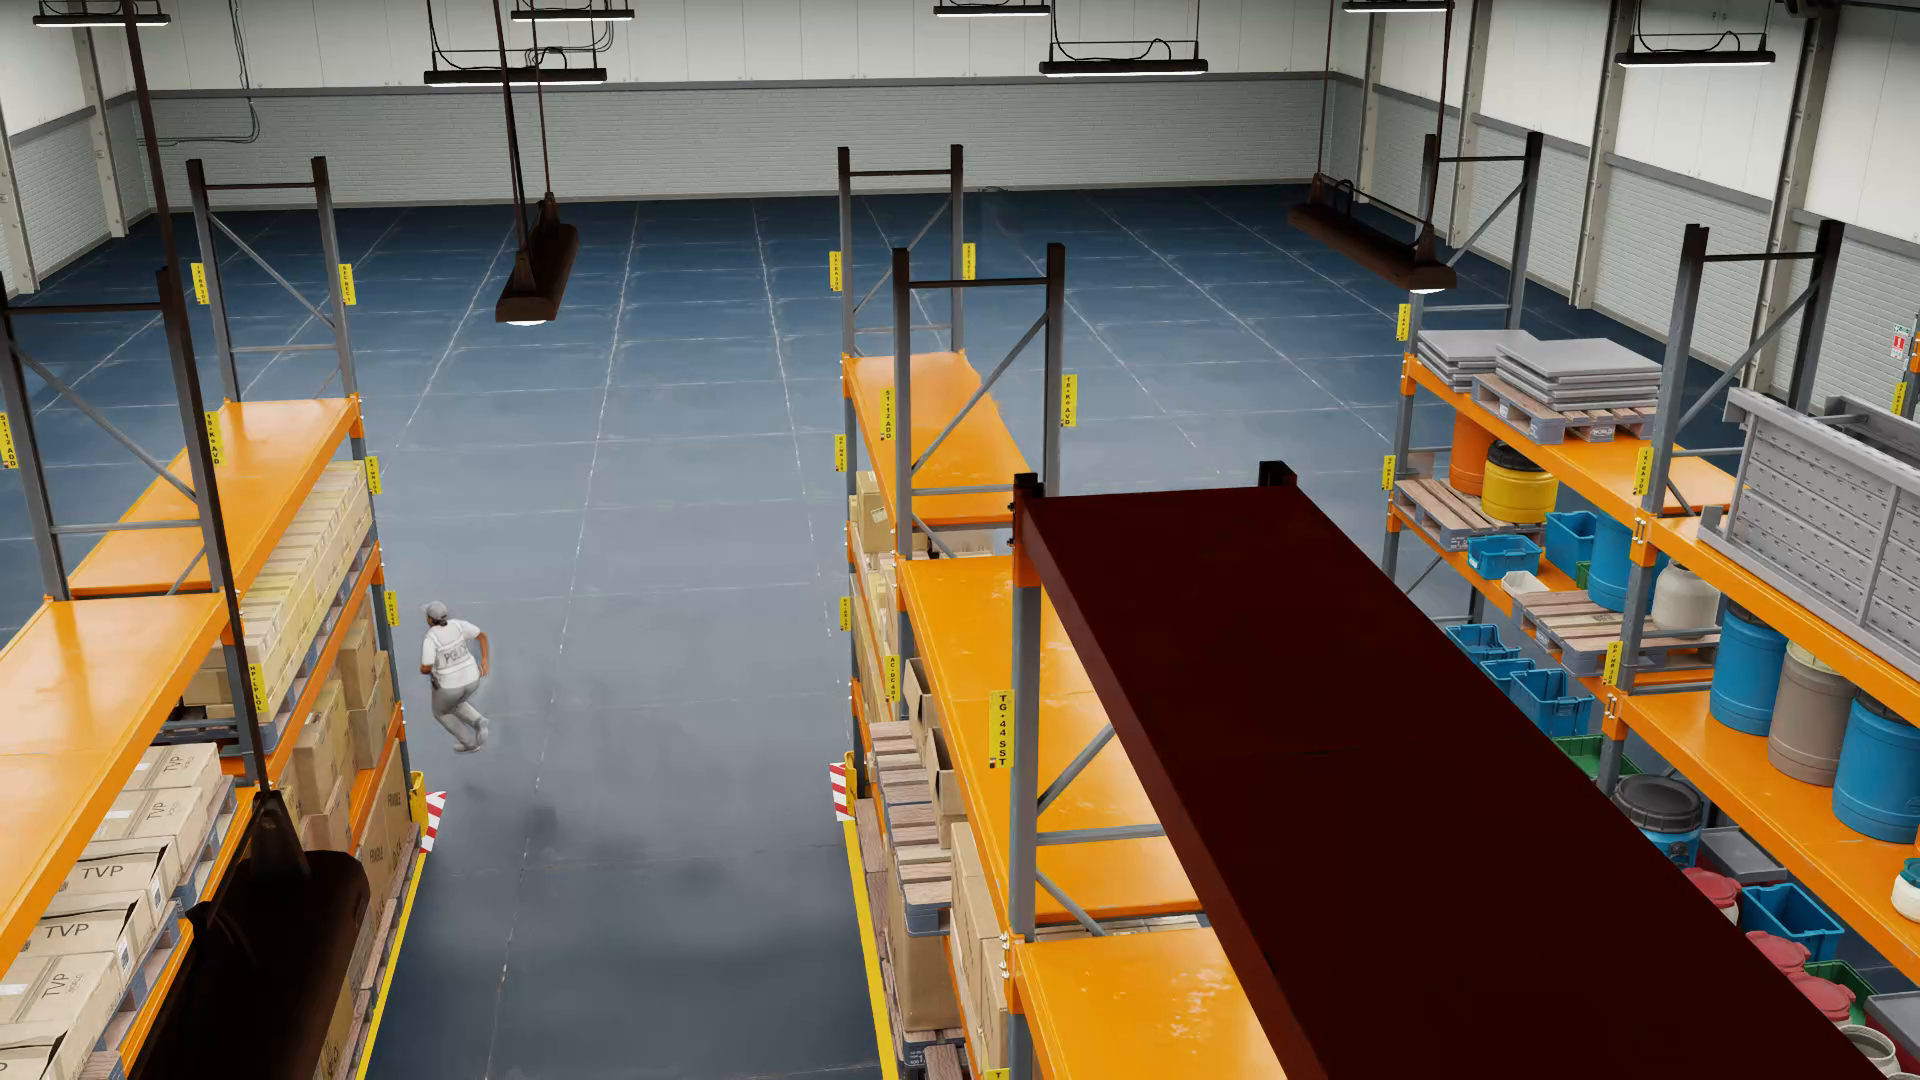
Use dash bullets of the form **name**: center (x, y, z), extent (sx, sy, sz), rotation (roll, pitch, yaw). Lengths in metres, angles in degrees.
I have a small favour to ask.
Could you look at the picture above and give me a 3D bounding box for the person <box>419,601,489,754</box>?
- **person**: center (-4.754, 1.284, 15.571), extent (0.627, 1.550, 0.645), rotation (14, 25, 31)
